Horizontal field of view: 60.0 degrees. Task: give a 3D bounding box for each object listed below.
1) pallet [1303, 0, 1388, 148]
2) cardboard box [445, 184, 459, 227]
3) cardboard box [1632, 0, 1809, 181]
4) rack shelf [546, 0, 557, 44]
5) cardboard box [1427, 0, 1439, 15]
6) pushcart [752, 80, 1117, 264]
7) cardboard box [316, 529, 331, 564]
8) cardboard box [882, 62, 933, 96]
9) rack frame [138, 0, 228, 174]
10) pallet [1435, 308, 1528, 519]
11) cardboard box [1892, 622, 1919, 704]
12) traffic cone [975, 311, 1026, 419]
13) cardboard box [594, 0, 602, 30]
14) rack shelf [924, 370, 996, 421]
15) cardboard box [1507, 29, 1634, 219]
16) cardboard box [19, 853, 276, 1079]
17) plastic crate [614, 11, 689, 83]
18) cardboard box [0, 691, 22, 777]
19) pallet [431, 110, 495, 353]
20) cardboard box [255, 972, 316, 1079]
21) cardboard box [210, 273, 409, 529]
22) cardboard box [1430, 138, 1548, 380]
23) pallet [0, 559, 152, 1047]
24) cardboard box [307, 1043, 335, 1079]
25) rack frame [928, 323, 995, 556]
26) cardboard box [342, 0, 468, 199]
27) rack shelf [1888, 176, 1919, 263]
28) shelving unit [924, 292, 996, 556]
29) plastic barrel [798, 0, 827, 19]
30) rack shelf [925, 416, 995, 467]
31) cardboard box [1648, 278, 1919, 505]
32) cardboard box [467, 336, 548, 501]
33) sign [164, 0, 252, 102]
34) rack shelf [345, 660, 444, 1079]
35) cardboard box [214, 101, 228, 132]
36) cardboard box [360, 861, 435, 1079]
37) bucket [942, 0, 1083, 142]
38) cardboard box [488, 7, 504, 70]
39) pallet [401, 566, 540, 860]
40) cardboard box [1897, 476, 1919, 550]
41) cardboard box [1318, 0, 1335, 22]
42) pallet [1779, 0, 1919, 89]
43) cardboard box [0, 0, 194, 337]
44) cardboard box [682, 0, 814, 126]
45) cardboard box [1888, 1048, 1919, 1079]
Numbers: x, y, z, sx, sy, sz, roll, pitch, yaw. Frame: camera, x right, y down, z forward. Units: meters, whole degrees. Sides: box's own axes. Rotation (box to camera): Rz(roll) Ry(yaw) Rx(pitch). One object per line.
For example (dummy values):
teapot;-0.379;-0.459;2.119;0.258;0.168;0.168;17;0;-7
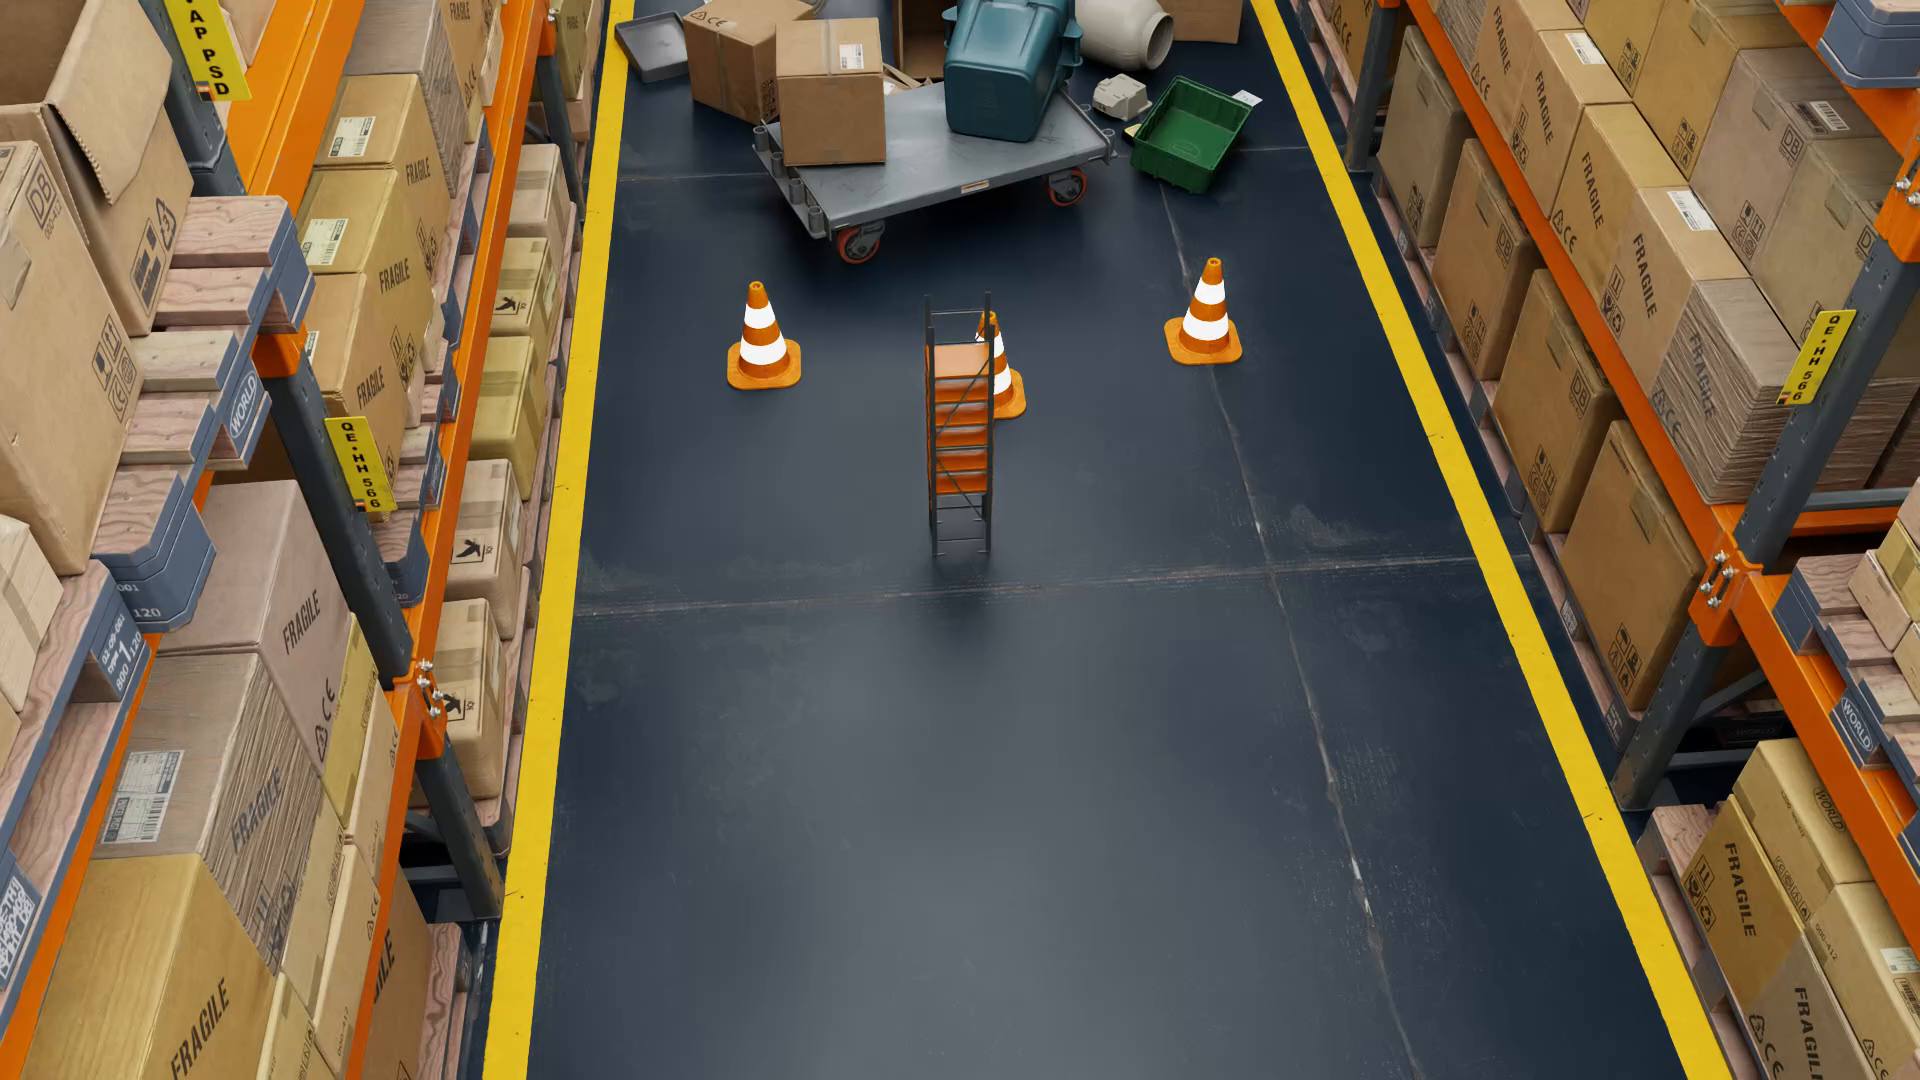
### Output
pallet;2.540;-2.617;9.220;1.003;0.211;1.213;-3;47;-3
cardboard box;-1.993;-1.230;5.869;0.380;0.149;0.250;-2;47;-2
cardboard box;2.744;-1.568;5.548;0.700;0.500;0.500;-4;47;-4
rack shelf;-2.566;-3.847;8.959;1.077;0.370;4.000;-3;47;-3
cardboard box;2.302;-2.659;7.270;0.500;0.500;0.500;-3;47;-3
pushcart;-0.131;-1.920;8.445;1.648;0.377;0.936;-19;49;-17
cardboard box;-1.906;-0.058;4.759;0.380;0.149;0.250;-6;47;-6
cardboard box;-0.328;-2.427;9.002;0.258;0.266;0.396;-36;56;-29
rack frame;-2.064;-1.816;2.409;1.000;3.000;0.127;-3;47;-3
pallet;2.771;-0.624;7.332;1.003;0.211;1.213;-3;47;-3
cardboard box;2.719;0.345;4.378;0.380;0.149;0.250;-1;47;-1
traffic cone;0.121;-0.814;7.339;0.336;0.463;0.334;-3;47;-3
cardboard box;-2.282;-3.059;9.322;0.500;0.250;0.500;-4;47;-4
rack shelf;-0.001;-0.558;6.319;0.258;0.103;0.180;-3;47;-3
cardboard box;2.426;-1.564;6.233;0.500;0.500;0.500;-3;47;-3
cardboard box;-1.674;0.957;3.157;0.500;0.500;0.500;-3;47;-3
plastic crate;-1.713;-2.829;9.511;0.402;0.080;0.583;-19;49;-17
cardboard box;-1.627;0.294;2.118;0.500;0.500;0.500;-3;47;-3
pallet;-2.270;-1.117;6.011;1.003;0.211;1.213;-3;47;-3
cardboard box;-1.660;1.201;3.442;0.500;0.250;0.500;-5;47;-4
cardboard box;-1.871;-0.374;4.612;0.500;0.500;0.500;-5;47;-4
cardboard box;2.744;-1.250;7.265;1.050;0.750;0.750;-3;47;-3
pallet;-1.860;0.552;2.362;1.003;0.211;1.213;-2;47;-1
cardboard box;-1.678;1.382;3.615;0.500;0.250;0.500;-4;47;-4
rack frame;0.006;-0.357;6.398;0.240;1.200;0.006;-3;47;-3
cardboard box;-2.007;-1.497;5.675;0.500;0.500;0.500;-5;47;-5
rack shelf;3.028;0.536;2.743;1.077;0.370;4.000;-3;47;-3
shelving unit;-0.001;-0.423;6.461;0.258;1.200;0.189;-3;47;-3
plastic barrel;-1.052;-3.253;9.676;0.512;0.421;0.421;27;52;23
rack shelf;-0.001;-0.392;6.493;0.258;0.103;0.180;-3;47;-3
cardboard box;2.555;-0.471;5.198;0.500;0.500;0.500;-3;47;-3
cardboard box;-2.229;-0.486;6.801;0.950;0.372;0.625;-2;47;-2
sign;-1.510;-1.018;3.308;0.100;0.325;0.005;-3;47;-3
rack shelf;-1.896;1.941;3.478;1.077;0.370;4.000;-3;47;-3
cardboard box;-1.921;-0.937;3.815;0.380;0.149;0.250;-3;47;-3
cardboard box;-2.089;1.338;4.728;0.875;0.875;0.875;-4;47;-4
bucket;0.217;-2.377;8.279;0.726;0.611;0.620;11;58;10
cardboard box;-2.019;-1.974;6.574;0.380;0.149;0.250;-4;47;-4
pallet;-2.128;0.640;6.135;1.003;0.211;1.213;-3;47;-3
cardboard box;2.707;-0.041;4.333;0.380;0.149;0.250;-3;47;-3
cardboard box;2.464;-3.546;9.353;0.875;0.875;0.875;-3;47;-3
pallet;2.754;-1.556;4.359;1.213;0.211;1.003;-2;47;-1
cardboard box;-1.882;-0.701;3.058;0.797;0.503;0.637;-6;47;-6
cardboard box;-1.132;-2.647;9.047;0.500;0.500;0.500;27;52;23
cardboard box;2.748;1.569;4.250;0.500;0.250;0.500;-3;47;-3
